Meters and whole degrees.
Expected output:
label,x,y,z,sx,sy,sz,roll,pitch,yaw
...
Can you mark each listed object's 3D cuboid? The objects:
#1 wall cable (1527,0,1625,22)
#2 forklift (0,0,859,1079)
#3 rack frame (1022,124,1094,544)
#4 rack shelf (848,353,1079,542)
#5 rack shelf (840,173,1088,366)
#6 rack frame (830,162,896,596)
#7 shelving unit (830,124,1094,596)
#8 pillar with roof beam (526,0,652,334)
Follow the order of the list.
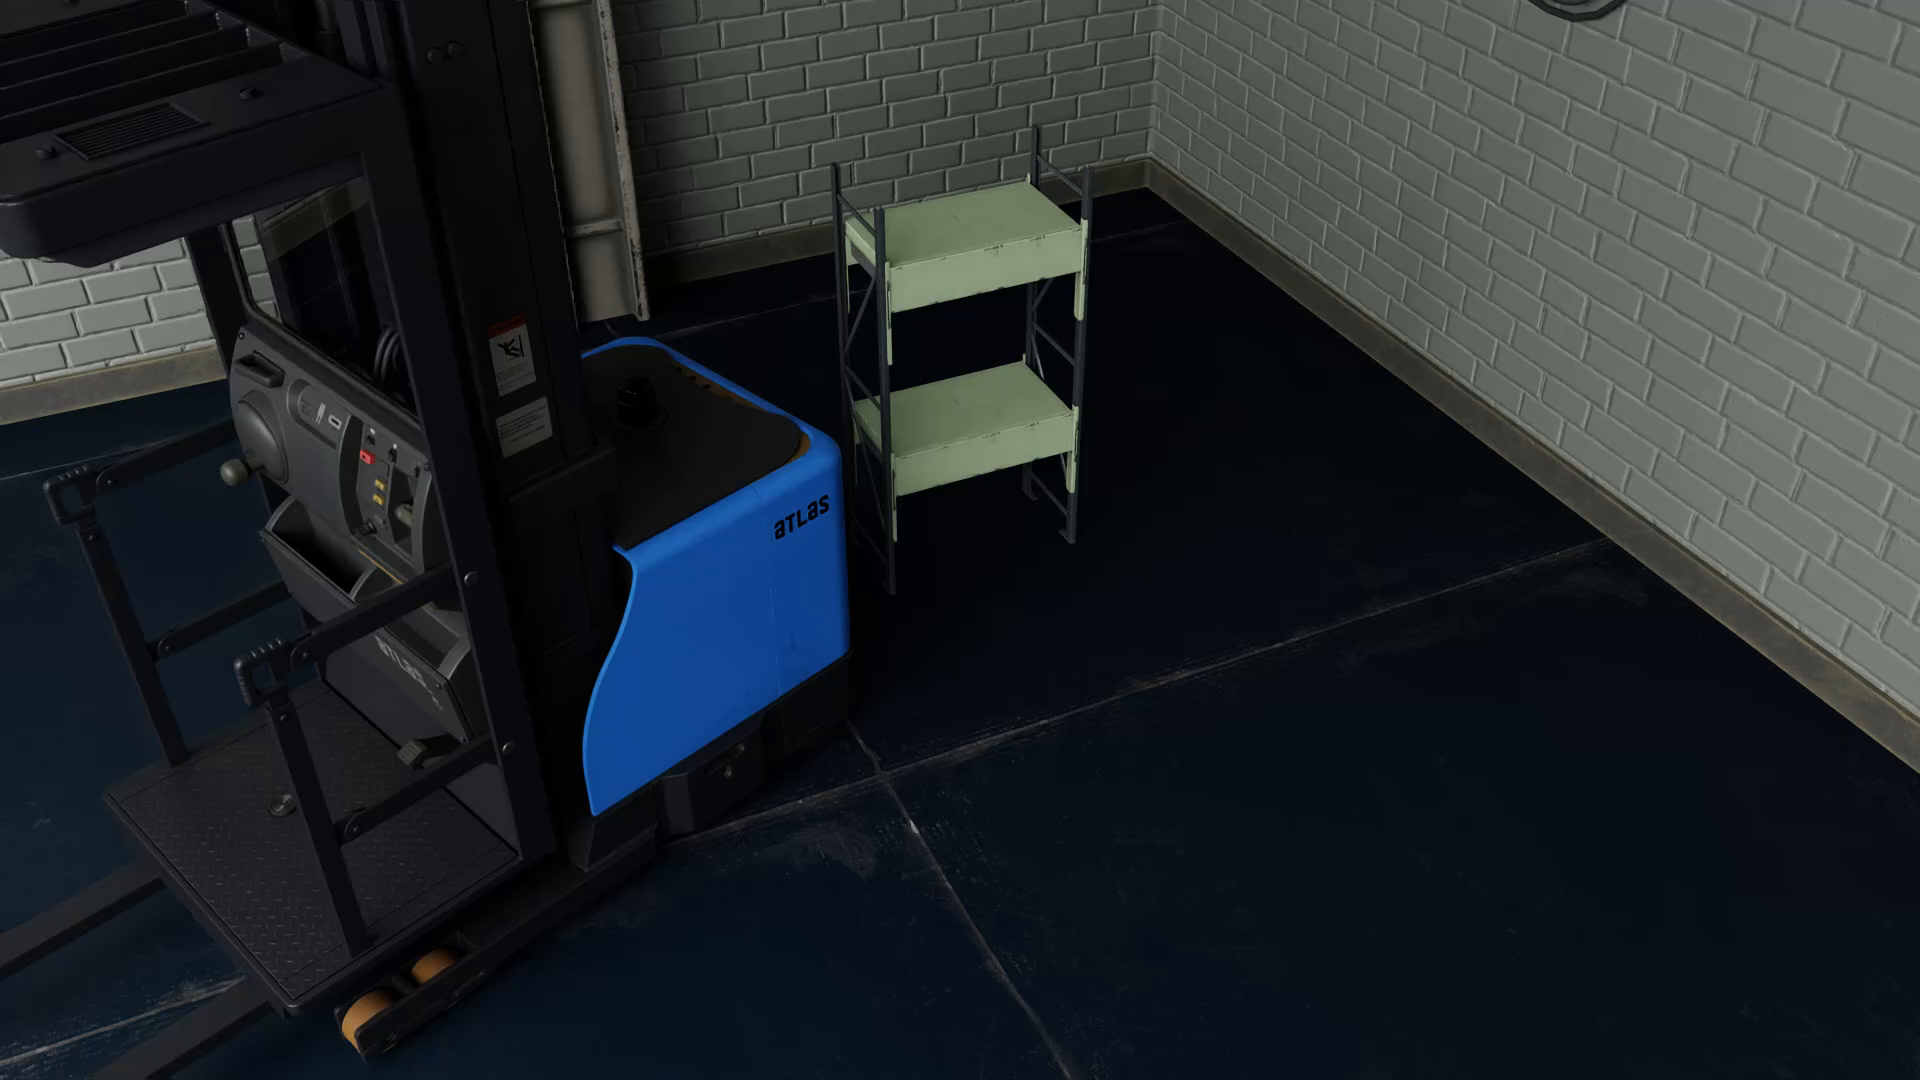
label,x,y,z,sx,sy,sz,roll,pitch,yaw
wall cable,1.572,-3.446,5.948,0.112,2.526,3.097,-16,39,-20
forklift,-1.710,-0.162,4.008,1.130,2.935,3.031,30,46,34
rack frame,0.337,-0.697,5.930,0.023,1.500,0.400,-16,39,-20
rack shelf,0.006,-0.342,6.000,0.720,0.370,0.431,-16,39,-20
rack shelf,0.006,-0.918,5.573,0.720,0.370,0.431,-16,39,-20
rack frame,-0.325,-0.511,5.681,0.023,1.500,0.400,-16,39,-20
shelving unit,0.006,-0.604,5.805,0.755,1.500,0.431,-16,39,-20
pillar with roof beam,0.173,-2.339,1.849,0.400,9.000,9.100,-16,39,-20
